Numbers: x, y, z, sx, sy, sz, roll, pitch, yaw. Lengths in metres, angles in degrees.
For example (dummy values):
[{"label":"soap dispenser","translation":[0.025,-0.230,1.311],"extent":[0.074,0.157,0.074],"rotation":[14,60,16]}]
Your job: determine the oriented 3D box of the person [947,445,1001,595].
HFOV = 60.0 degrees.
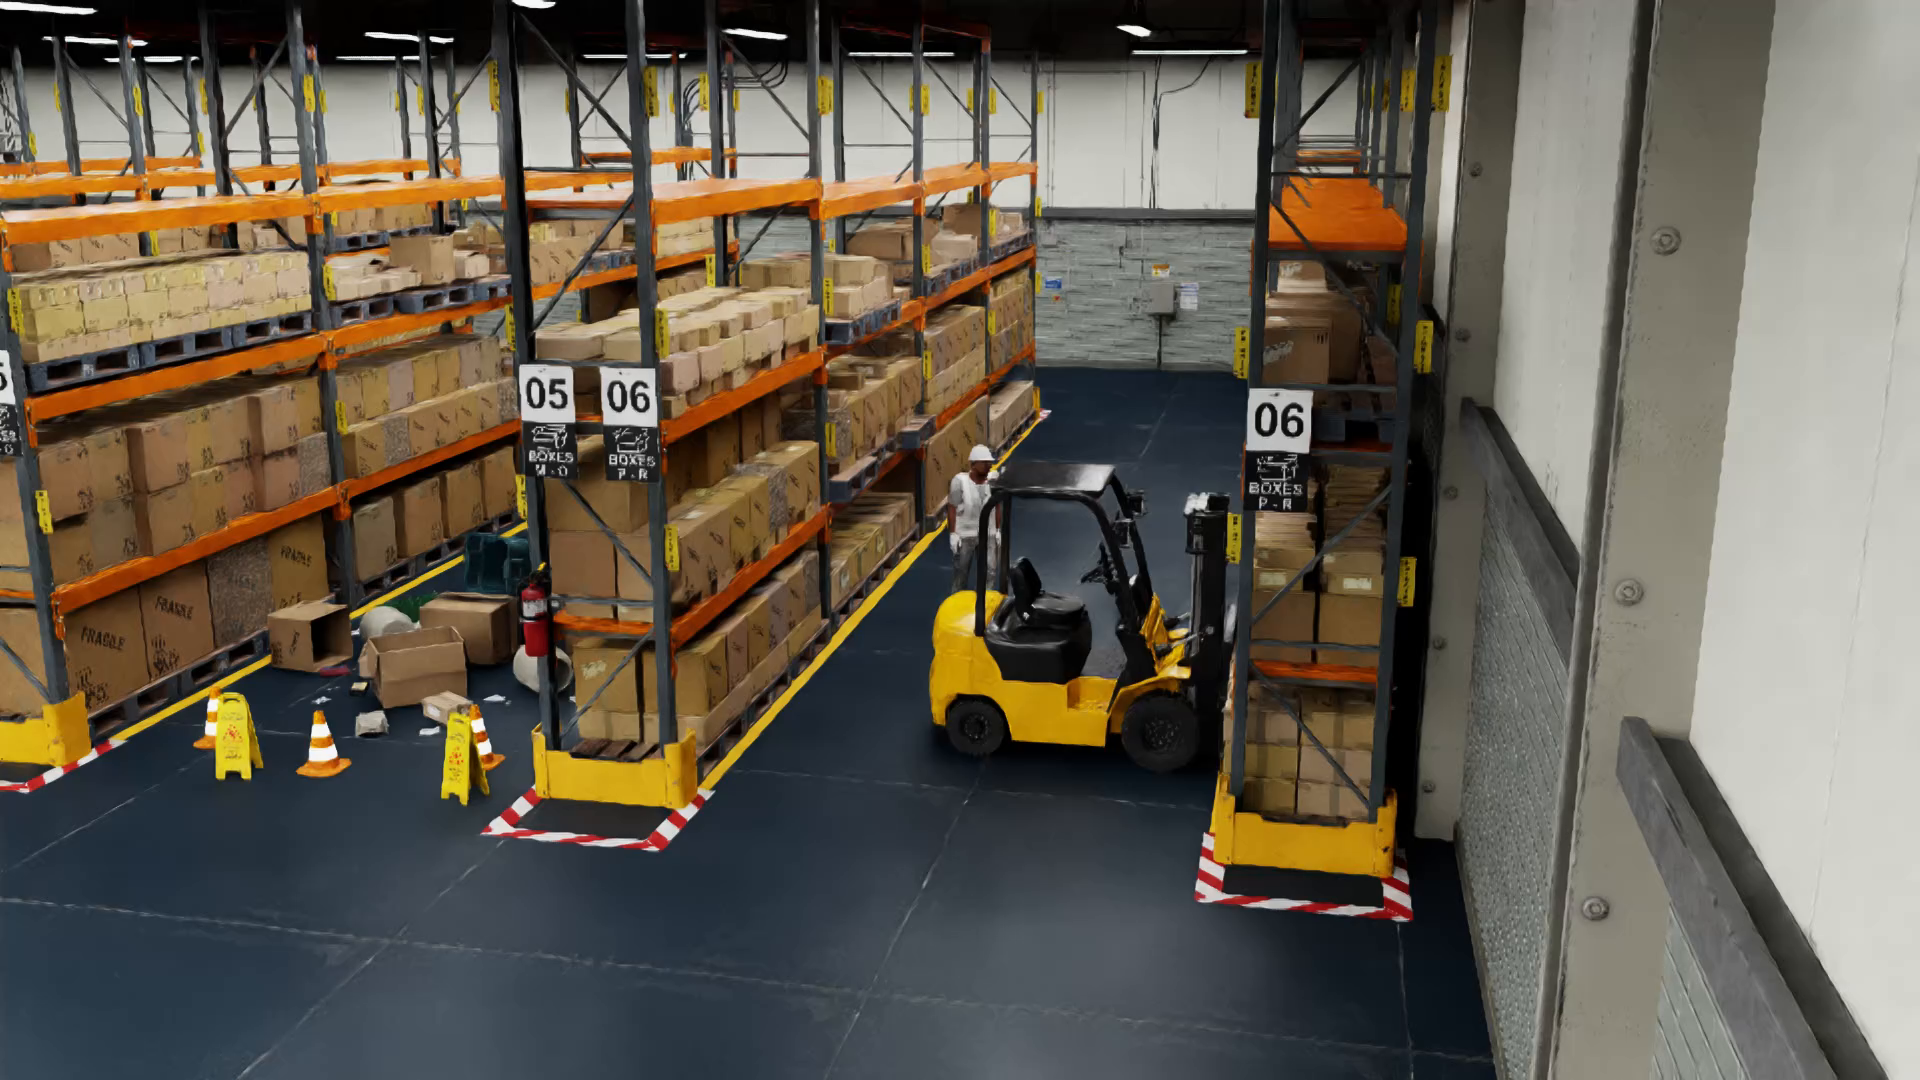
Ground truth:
[{"label":"person","translation":[0.158,-0.038,16.094],"extent":[0.566,1.788,0.534],"rotation":[-5,15,-19]}]
